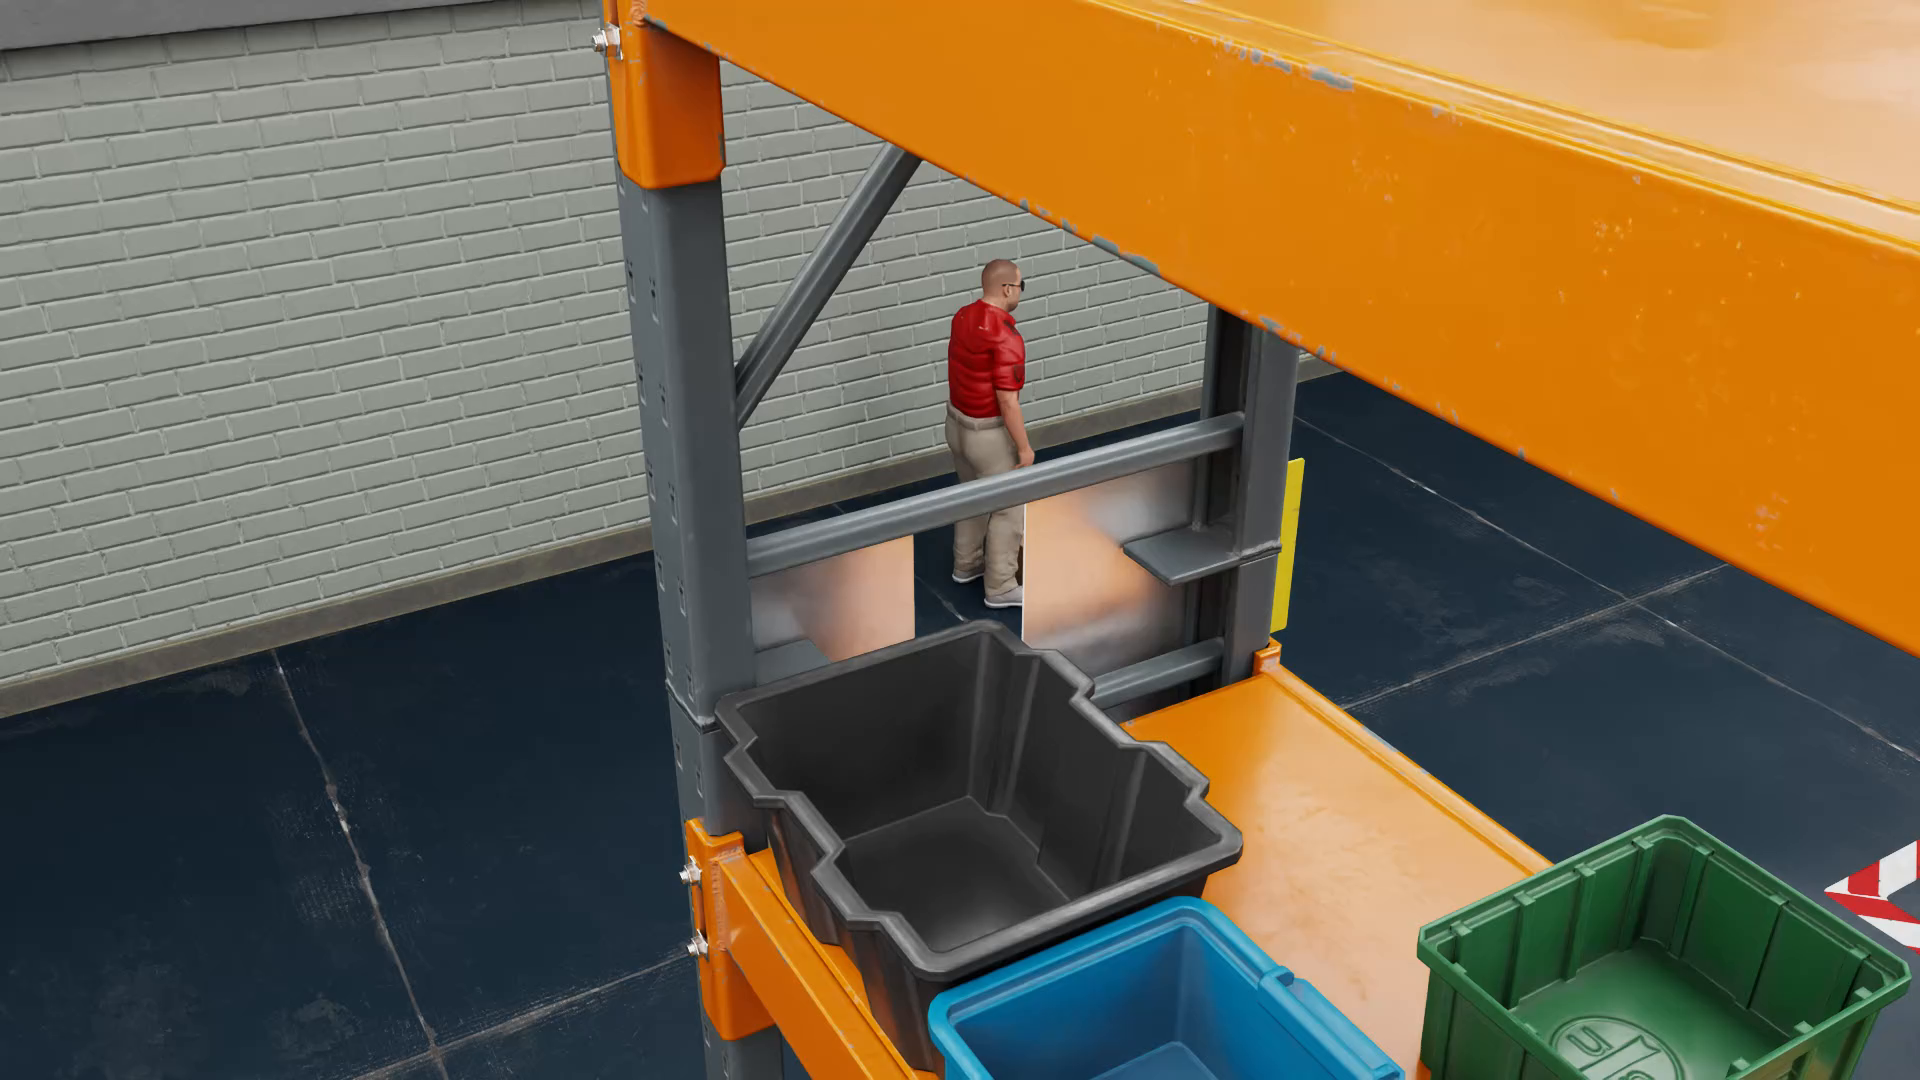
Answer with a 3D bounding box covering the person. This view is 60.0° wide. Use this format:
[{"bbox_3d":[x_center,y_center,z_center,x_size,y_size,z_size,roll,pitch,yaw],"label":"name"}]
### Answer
[{"bbox_3d":[0.151,-0.521,8.085,0.392,1.727,0.585,-16,32,-26],"label":"person"}]
